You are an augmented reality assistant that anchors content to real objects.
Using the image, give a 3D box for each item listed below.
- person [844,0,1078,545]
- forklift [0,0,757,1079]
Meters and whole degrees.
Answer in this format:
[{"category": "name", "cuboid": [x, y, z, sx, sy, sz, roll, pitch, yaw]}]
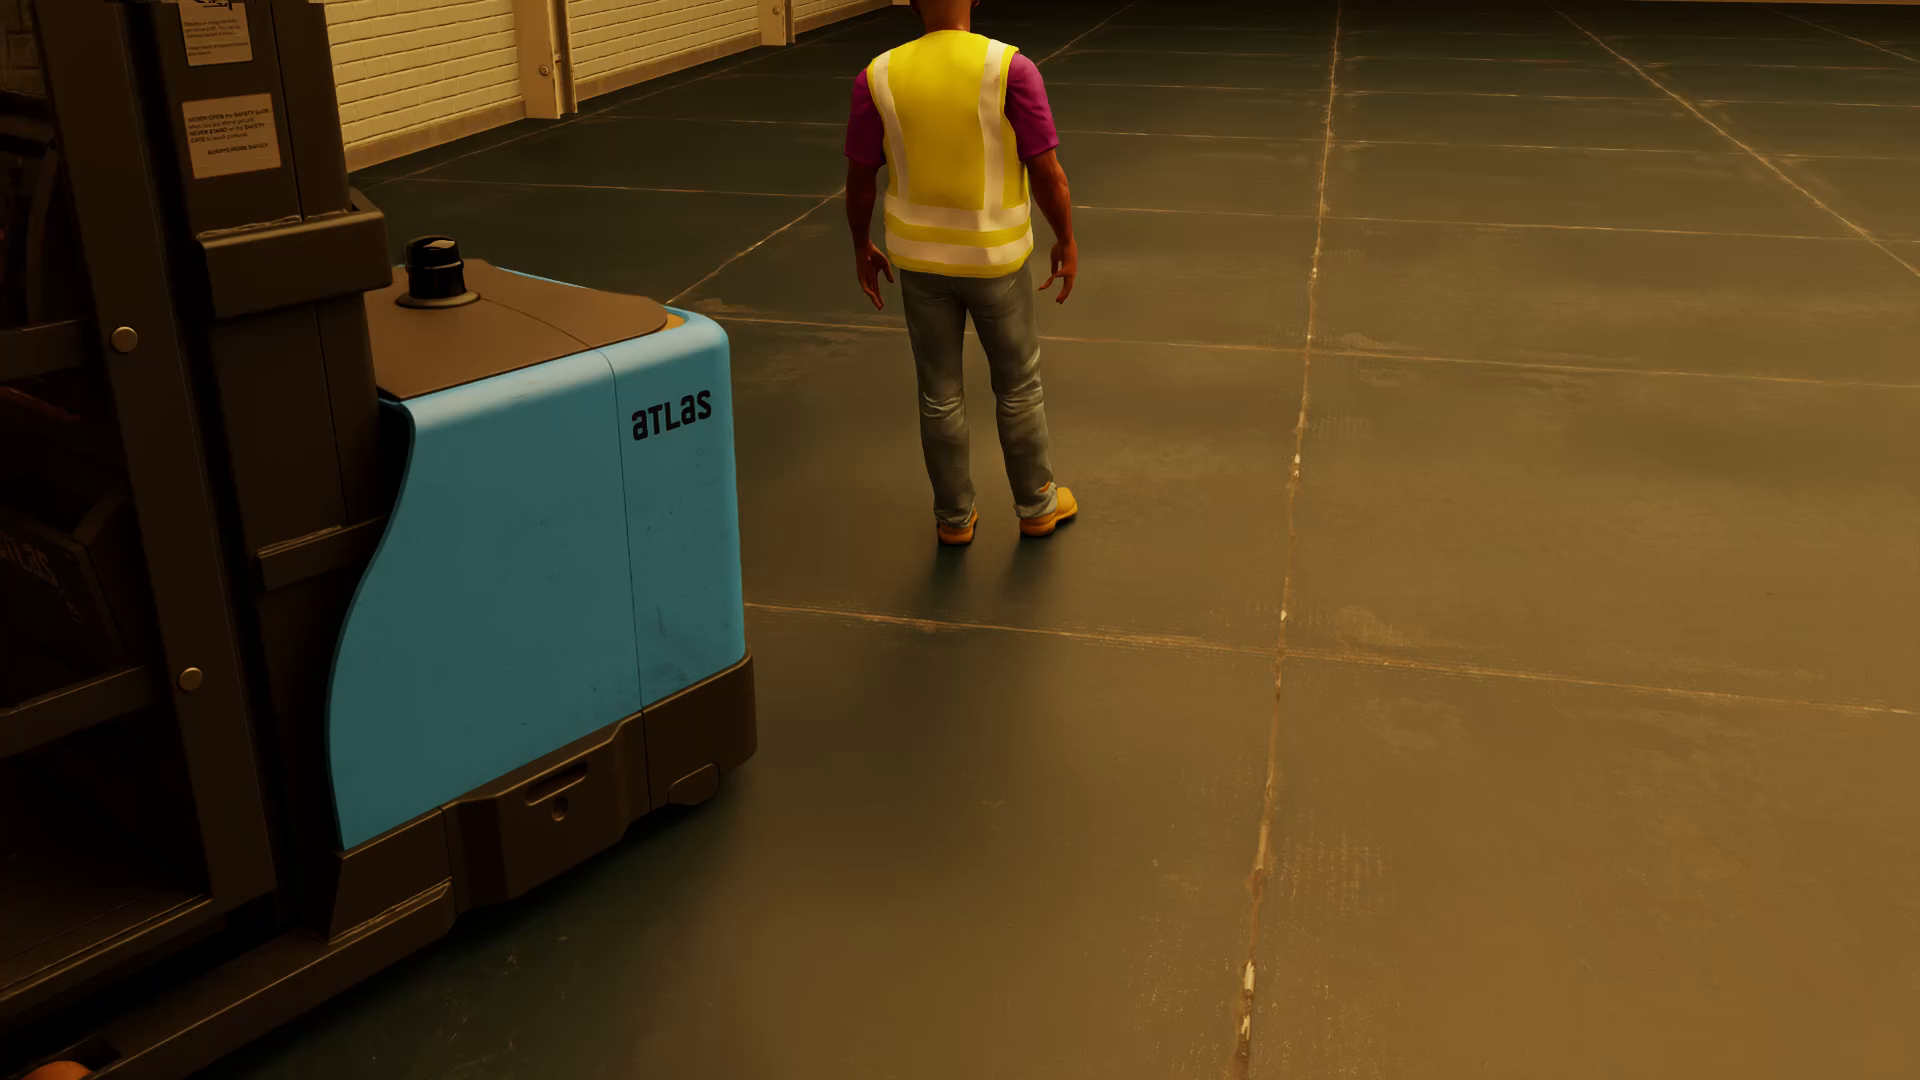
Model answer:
[{"category": "person", "cuboid": [0.021, -0.850, 4.875, 0.665, 1.768, 0.575, 5, 23, 11]}, {"category": "forklift", "cuboid": [-1.780, -0.502, 2.497, 1.130, 2.935, 3.031, 17, 28, 36]}]
